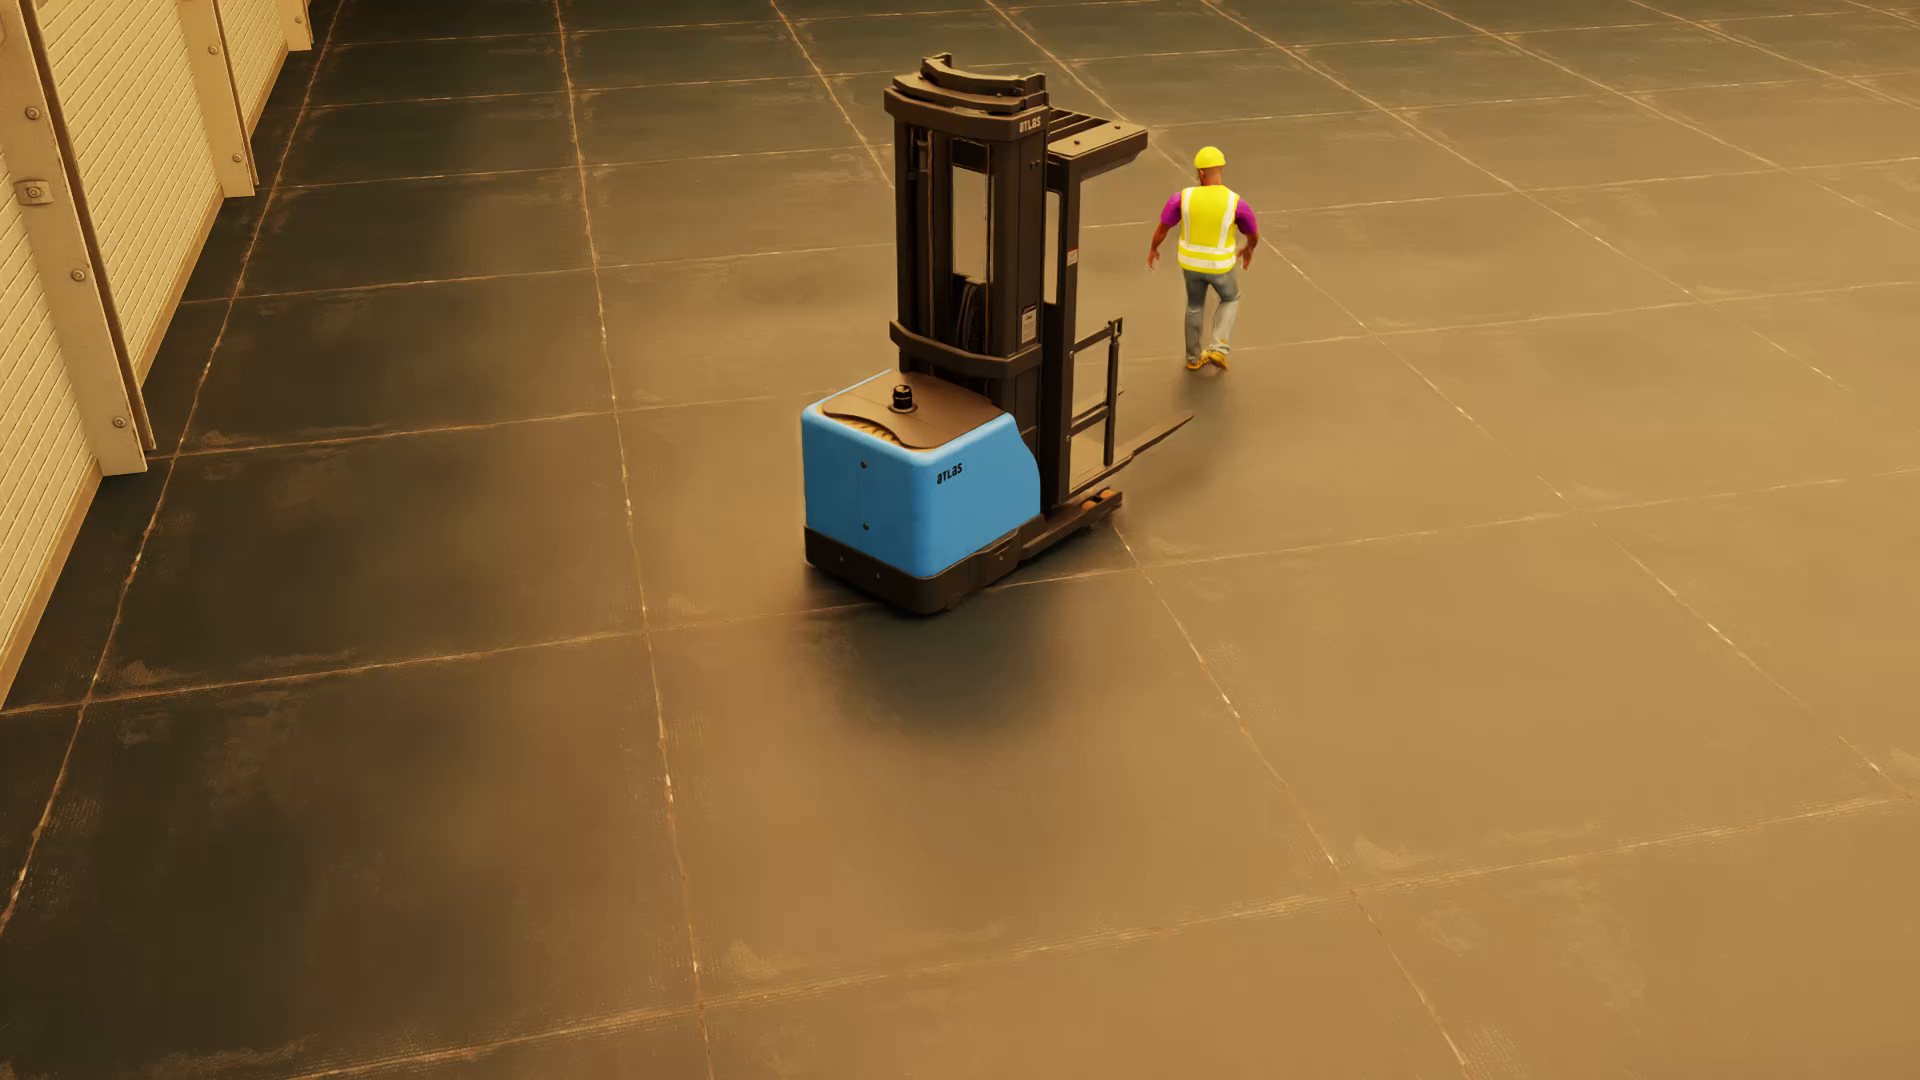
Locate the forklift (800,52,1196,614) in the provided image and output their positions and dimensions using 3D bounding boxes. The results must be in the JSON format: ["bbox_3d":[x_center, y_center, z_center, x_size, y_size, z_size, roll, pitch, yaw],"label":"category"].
[{"bbox_3d":[0.399,-1.500,10.166,1.130,2.935,3.031,24,37,35],"label":"forklift"}]

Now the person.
[{"bbox_3d":[1.808,-2.086,12.378,0.816,1.732,0.490,13,32,21],"label":"person"}]
